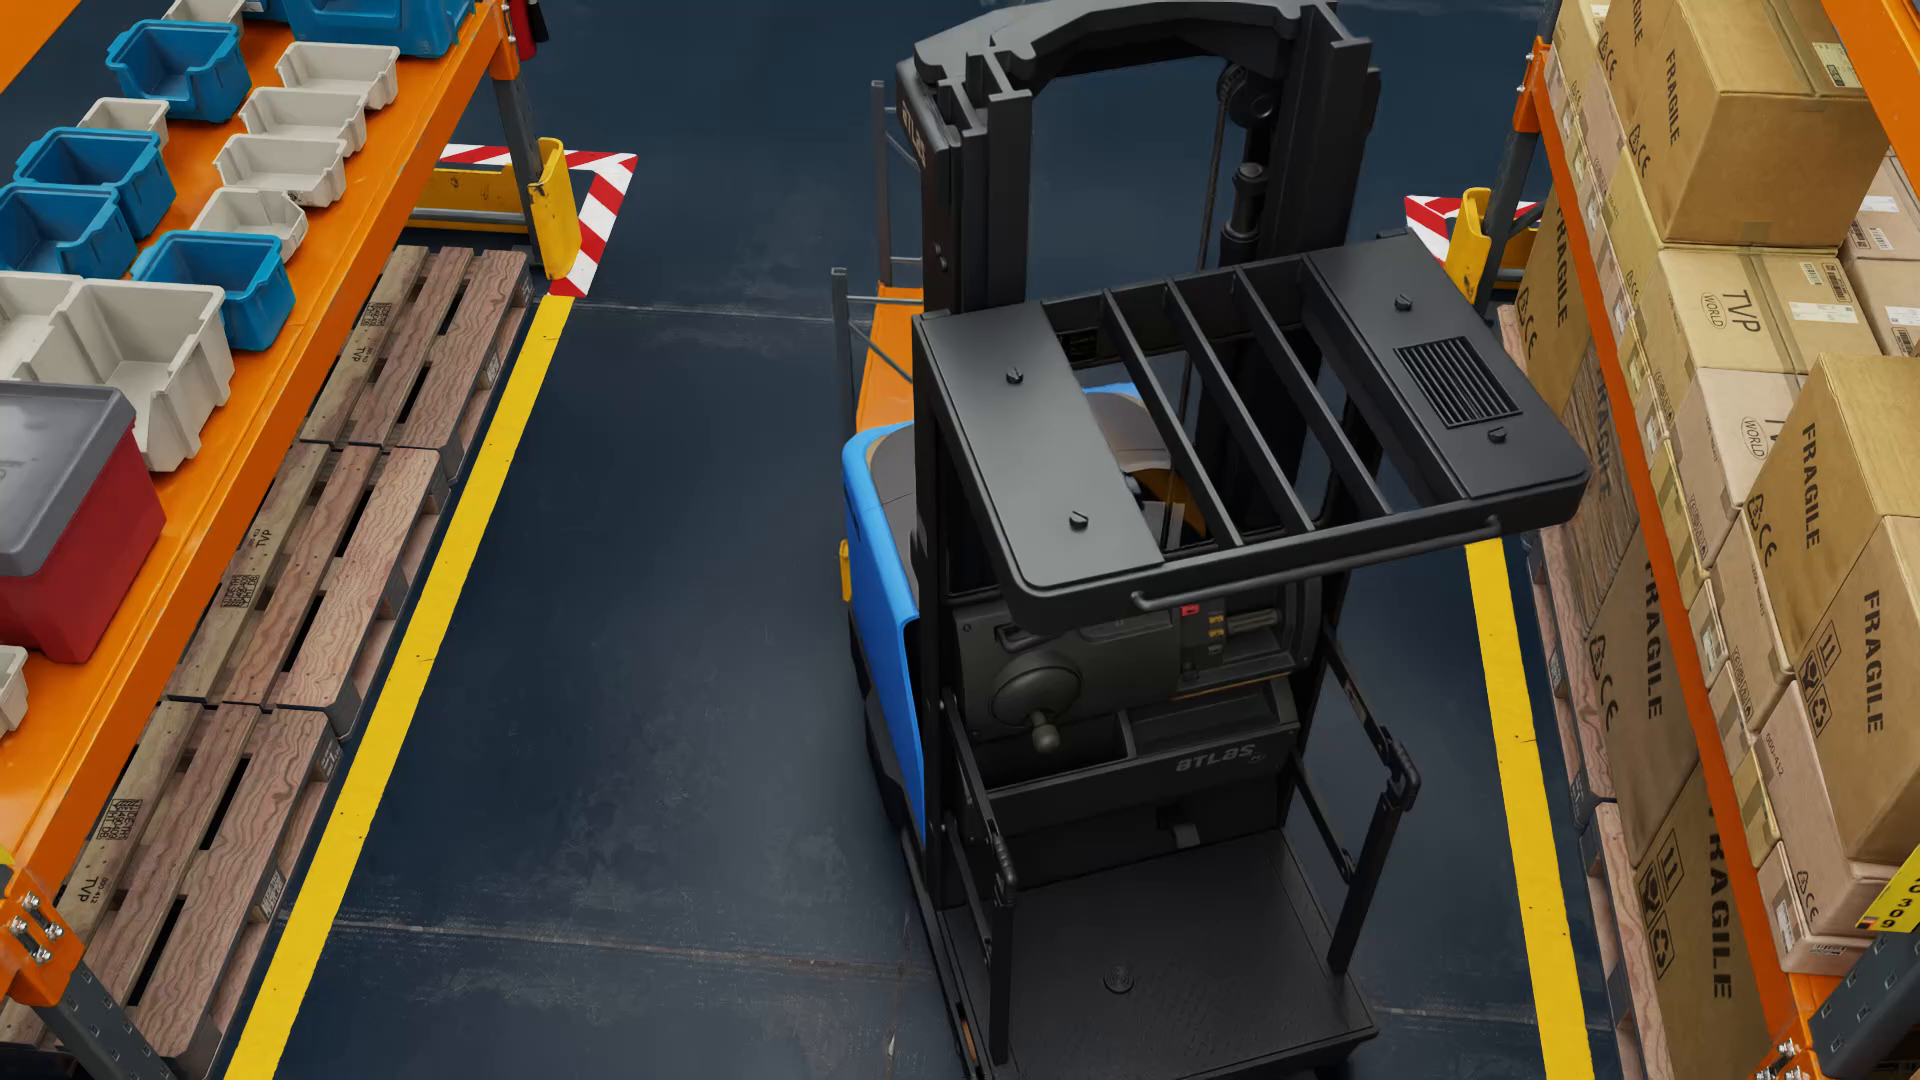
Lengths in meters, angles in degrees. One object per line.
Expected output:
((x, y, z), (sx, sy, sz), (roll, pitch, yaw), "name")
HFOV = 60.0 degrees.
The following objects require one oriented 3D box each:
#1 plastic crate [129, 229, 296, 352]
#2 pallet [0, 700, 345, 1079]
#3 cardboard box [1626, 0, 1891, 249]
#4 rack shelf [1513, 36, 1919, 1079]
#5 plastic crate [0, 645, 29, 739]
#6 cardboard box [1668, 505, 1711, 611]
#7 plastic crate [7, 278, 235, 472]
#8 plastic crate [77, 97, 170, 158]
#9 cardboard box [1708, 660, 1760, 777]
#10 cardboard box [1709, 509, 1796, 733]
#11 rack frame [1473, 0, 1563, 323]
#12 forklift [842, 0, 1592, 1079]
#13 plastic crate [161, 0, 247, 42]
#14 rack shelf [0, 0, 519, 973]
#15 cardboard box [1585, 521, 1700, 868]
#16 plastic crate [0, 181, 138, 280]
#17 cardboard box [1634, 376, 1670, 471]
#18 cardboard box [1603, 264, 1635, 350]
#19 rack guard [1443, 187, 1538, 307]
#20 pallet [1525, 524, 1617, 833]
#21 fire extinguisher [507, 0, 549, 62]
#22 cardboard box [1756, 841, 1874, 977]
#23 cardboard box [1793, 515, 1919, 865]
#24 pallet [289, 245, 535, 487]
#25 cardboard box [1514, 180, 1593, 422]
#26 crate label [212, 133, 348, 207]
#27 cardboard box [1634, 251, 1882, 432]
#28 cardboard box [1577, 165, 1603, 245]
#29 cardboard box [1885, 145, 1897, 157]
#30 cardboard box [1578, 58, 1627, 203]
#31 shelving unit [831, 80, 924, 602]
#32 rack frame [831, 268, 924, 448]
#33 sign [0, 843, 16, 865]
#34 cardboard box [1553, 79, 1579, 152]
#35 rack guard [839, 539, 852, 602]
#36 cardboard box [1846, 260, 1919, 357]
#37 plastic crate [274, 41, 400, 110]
((-2.213, -0.732, 4.959), (0.416, 0.233, 0.300), (4, 48, 4), "plastic crate")
((-2.617, 1.043, 5.153), (1.003, 0.211, 1.213), (4, 48, 4), "pallet")
((2.252, -1.181, 4.689), (0.500, 0.500, 0.500), (3, 48, 2), "cardboard box")
((2.469, -0.249, 4.932), (1.077, 0.370, 4.000), (4, 48, 4), "rack shelf")
((-2.461, 0.381, 4.007), (0.396, 0.136, 0.243), (4, 48, 4), "plastic crate")
((2.082, 0.060, 4.332), (0.380, 0.149, 0.250), (5, 48, 4), "cardboard box")
((-2.323, -0.445, 4.664), (0.437, 0.282, 0.530), (4, 48, 4), "plastic crate")
((-2.805, -1.338, 5.579), (0.250, 0.136, 0.298), (4, 48, 4), "plastic crate")
((2.035, 0.439, 3.986), (0.380, 0.149, 0.250), (3, 48, 3), "cardboard box")
((2.111, 0.206, 3.929), (0.500, 0.250, 0.500), (5, 48, 5), "cardboard box")
((2.652, -1.961, 6.011), (1.000, 3.000, 0.127), (4, 48, 4), "rack frame")
((0.506, 0.360, 3.934), (1.130, 2.935, 3.031), (-12, 49, -10), "forklift")
((-2.743, -1.836, 6.035), (0.250, 0.136, 0.298), (4, 48, 4), "plastic crate")
((-2.463, -0.582, 5.237), (1.077, 0.370, 4.000), (4, 48, 4), "rack shelf")
((2.509, 0.412, 4.995), (0.875, 0.875, 0.875), (4, 48, 4), "cardboard box")
((-2.778, -0.911, 5.123), (0.416, 0.233, 0.300), (4, 48, 4), "plastic crate")
((2.130, -0.315, 4.675), (0.380, 0.149, 0.250), (5, 48, 4), "cardboard box")
((2.176, -0.693, 5.021), (0.380, 0.149, 0.250), (3, 48, 3), "cardboard box")
((2.654, -1.135, 6.950), (1.175, 0.500, 0.348), (4, 48, 4), "rack guard")
((2.543, 0.467, 5.680), (1.003, 0.211, 1.213), (4, 48, 4), "pallet")
((-1.814, -2.223, 6.555), (0.296, 0.674, 0.183), (4, 48, 4), "fire extinguisher")
((1.989, 0.817, 3.641), (0.380, 0.149, 0.250), (4, 48, 4), "cardboard box")
((2.063, 0.319, 3.317), (0.500, 0.500, 0.500), (5, 48, 5), "cardboard box")
((-2.394, -0.750, 6.793), (1.003, 0.211, 1.213), (4, 48, 4), "pallet")
((2.673, -0.910, 6.205), (0.875, 0.875, 0.875), (4, 48, 4), "cardboard box")
((-2.217, -1.196, 5.449), (0.396, 0.136, 0.243), (4, 48, 4), "crate label")
((2.207, -0.541, 4.612), (0.500, 0.250, 0.500), (3, 48, 3), "cardboard box")
((2.223, -1.069, 5.366), (0.380, 0.149, 0.250), (3, 48, 3), "cardboard box")
((2.825, -1.265, 5.274), (0.500, 0.250, 0.500), (3, 48, 3), "cardboard box")
((2.298, -1.294, 5.301), (0.500, 0.250, 0.500), (3, 48, 3), "cardboard box")
((-0.091, -0.661, 5.838), (0.587, 1.500, 1.083), (3, 48, 3), "shelving unit")
((-0.133, -0.280, 5.490), (0.500, 1.500, 0.032), (3, 48, 3), "rack frame")
((-2.098, 0.590, 3.490), (0.100, 0.325, 0.005), (4, 48, 4), "sign")
((2.269, -1.449, 5.713), (0.380, 0.149, 0.250), (3, 48, 3), "cardboard box")
((-0.132, 0.128, 5.964), (0.587, 0.250, 0.087), (3, 48, 3), "rack guard")
((2.735, -0.508, 4.581), (0.500, 0.250, 0.500), (4, 48, 4), "cardboard box")
((-2.175, -1.614, 5.832), (0.396, 0.136, 0.243), (4, 48, 4), "plastic crate")
